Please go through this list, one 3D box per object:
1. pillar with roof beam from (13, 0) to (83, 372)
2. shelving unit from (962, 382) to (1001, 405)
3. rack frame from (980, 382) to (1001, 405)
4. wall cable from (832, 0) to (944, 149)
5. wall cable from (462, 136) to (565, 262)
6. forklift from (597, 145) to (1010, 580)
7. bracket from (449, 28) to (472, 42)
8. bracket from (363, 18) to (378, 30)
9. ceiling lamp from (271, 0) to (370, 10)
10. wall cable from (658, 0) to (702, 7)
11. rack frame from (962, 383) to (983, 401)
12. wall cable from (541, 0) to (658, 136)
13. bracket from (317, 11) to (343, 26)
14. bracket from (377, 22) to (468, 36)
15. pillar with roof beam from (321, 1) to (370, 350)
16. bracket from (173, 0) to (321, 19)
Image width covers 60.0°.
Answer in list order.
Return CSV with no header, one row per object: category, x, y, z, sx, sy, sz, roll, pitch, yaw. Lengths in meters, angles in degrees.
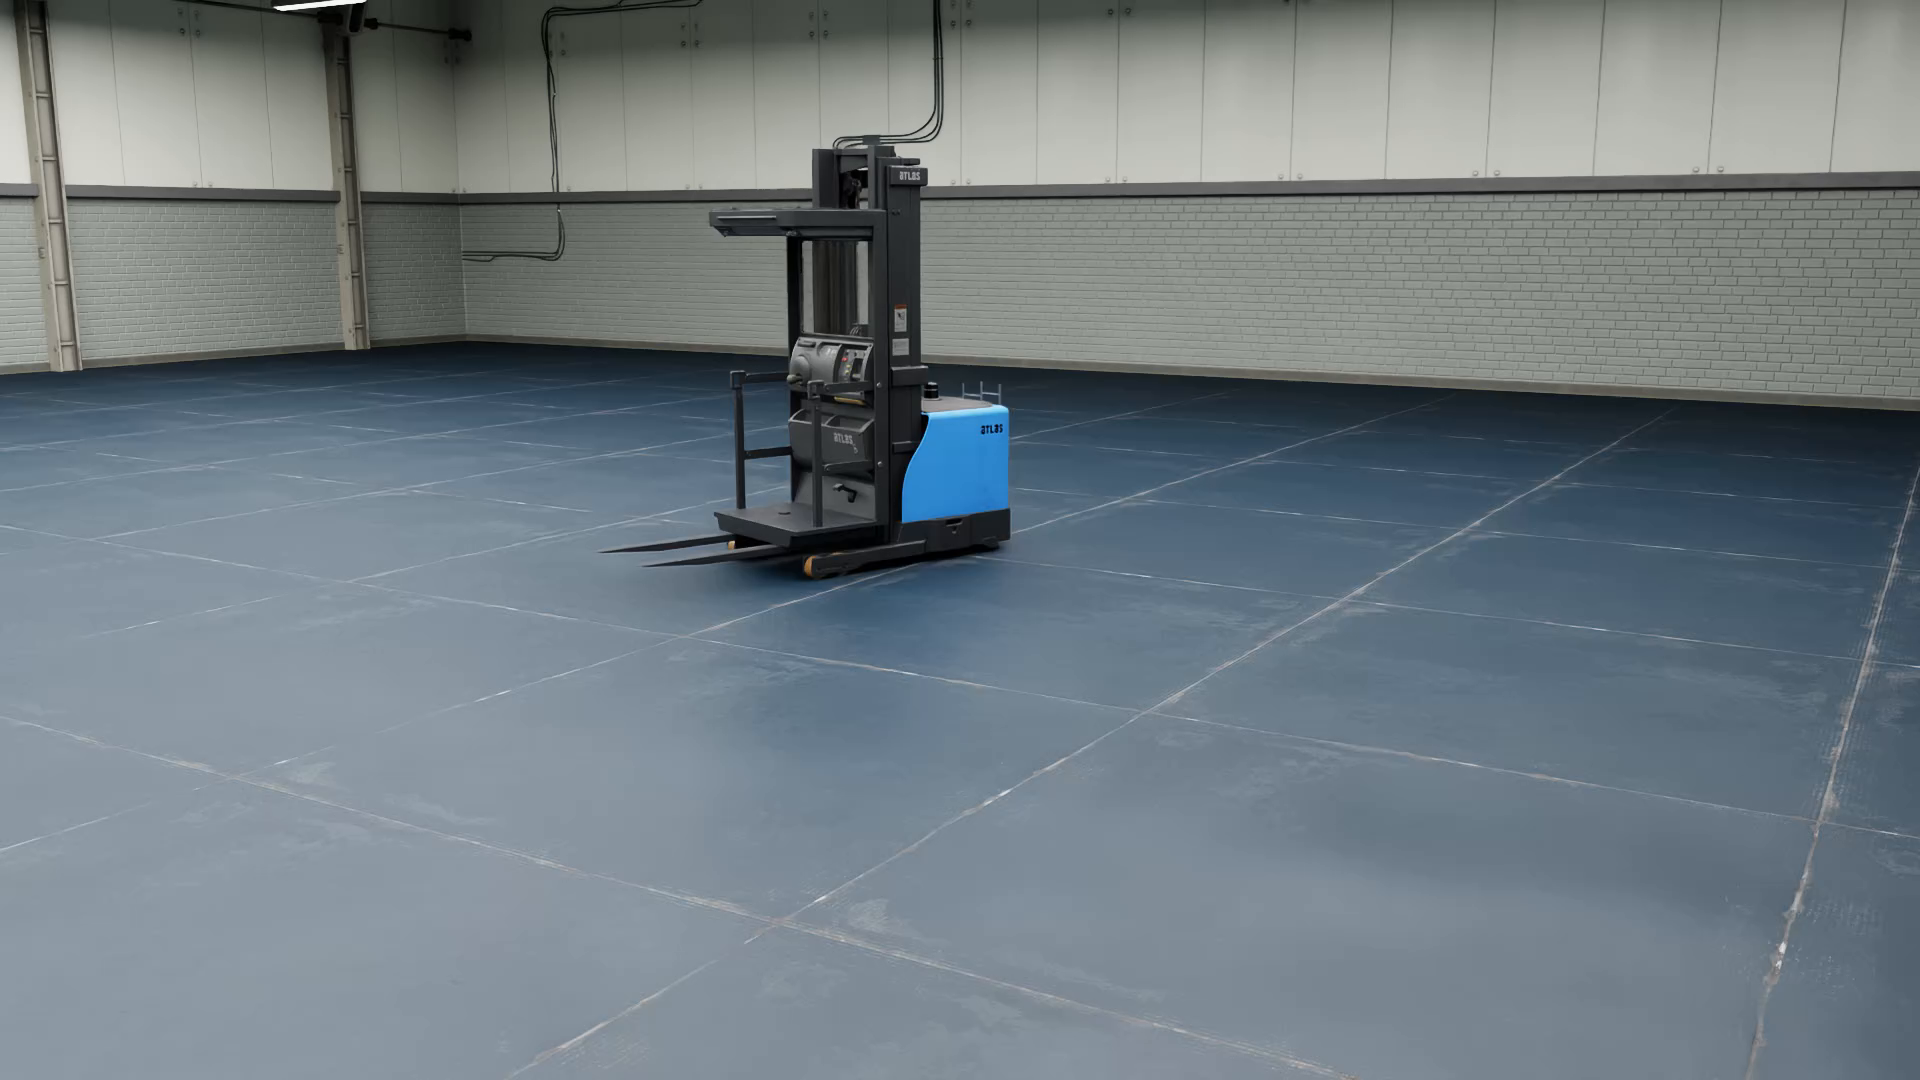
pillar with roof beam,-11.503,-6.892,25.230,9.100,9.000,0.548,6,12,31
shelving unit,0.167,-0.615,12.896,0.189,1.200,0.258,-9,14,-39
rack frame,0.237,-0.626,12.953,0.006,1.200,0.240,-9,14,-39
wall cable,-1.302,-9.346,29.097,2.305,6.003,0.169,6,12,31
wall cable,-9.408,-7.058,34.553,3.097,2.526,0.112,6,12,31
forklift,-1.081,-1.278,11.729,3.031,2.935,1.130,-9,14,-39
bracket,-10.318,-10.421,34.295,0.235,0.232,0.430,6,12,31
bracket,-11.548,-10.048,32.304,0.235,0.232,0.430,6,12,31
ceiling lamp,-10.014,-10.055,26.261,2.000,3.185,0.800,6,12,31
wall cable,-4.450,-11.222,30.710,3.097,2.526,0.112,6,12,31
rack frame,0.096,-0.605,12.839,0.006,1.200,0.240,-9,14,-39
wall cable,-7.095,-9.282,32.708,3.097,2.526,0.112,6,12,31
bracket,-11.979,-9.917,31.607,0.235,0.232,0.430,6,12,31
bracket,-10.625,-10.328,33.799,0.076,0.066,3.189,6,12,31
pillar with roof beam,-8.388,-7.836,30.271,9.100,9.000,0.548,6,12,31
bracket,-13.317,-9.512,29.442,0.076,0.066,4.783,6,12,31
